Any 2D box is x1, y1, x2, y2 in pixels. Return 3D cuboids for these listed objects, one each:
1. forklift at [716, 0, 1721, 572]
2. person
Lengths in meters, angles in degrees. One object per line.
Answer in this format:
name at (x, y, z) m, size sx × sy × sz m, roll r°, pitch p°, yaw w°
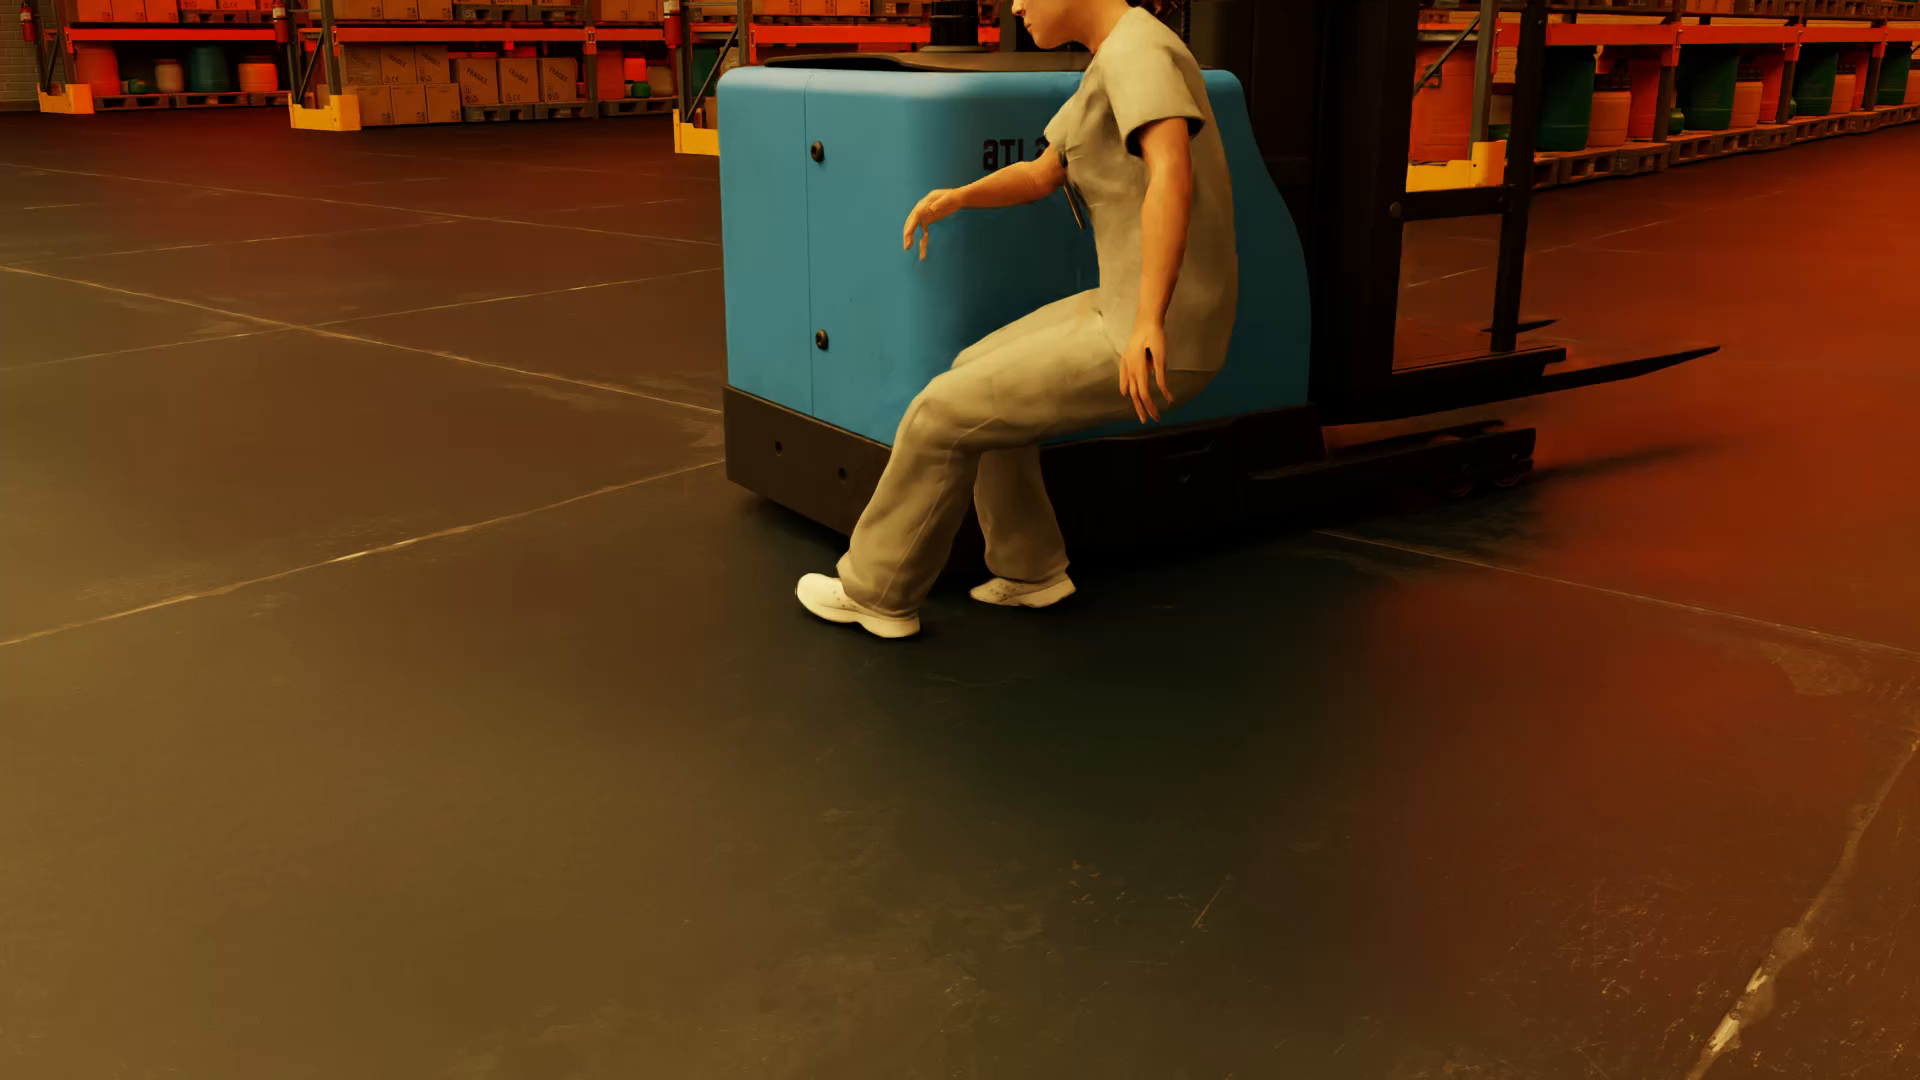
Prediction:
forklift at (0.915, -1.625, 4.250) m, size 3.031 × 2.935 × 1.130 m, roll -11°, pitch 20°, yaw -32°
person at (0.059, -0.413, 3.014) m, size 0.873 × 1.445 × 0.824 m, roll 3°, pitch 17°, yaw 10°
